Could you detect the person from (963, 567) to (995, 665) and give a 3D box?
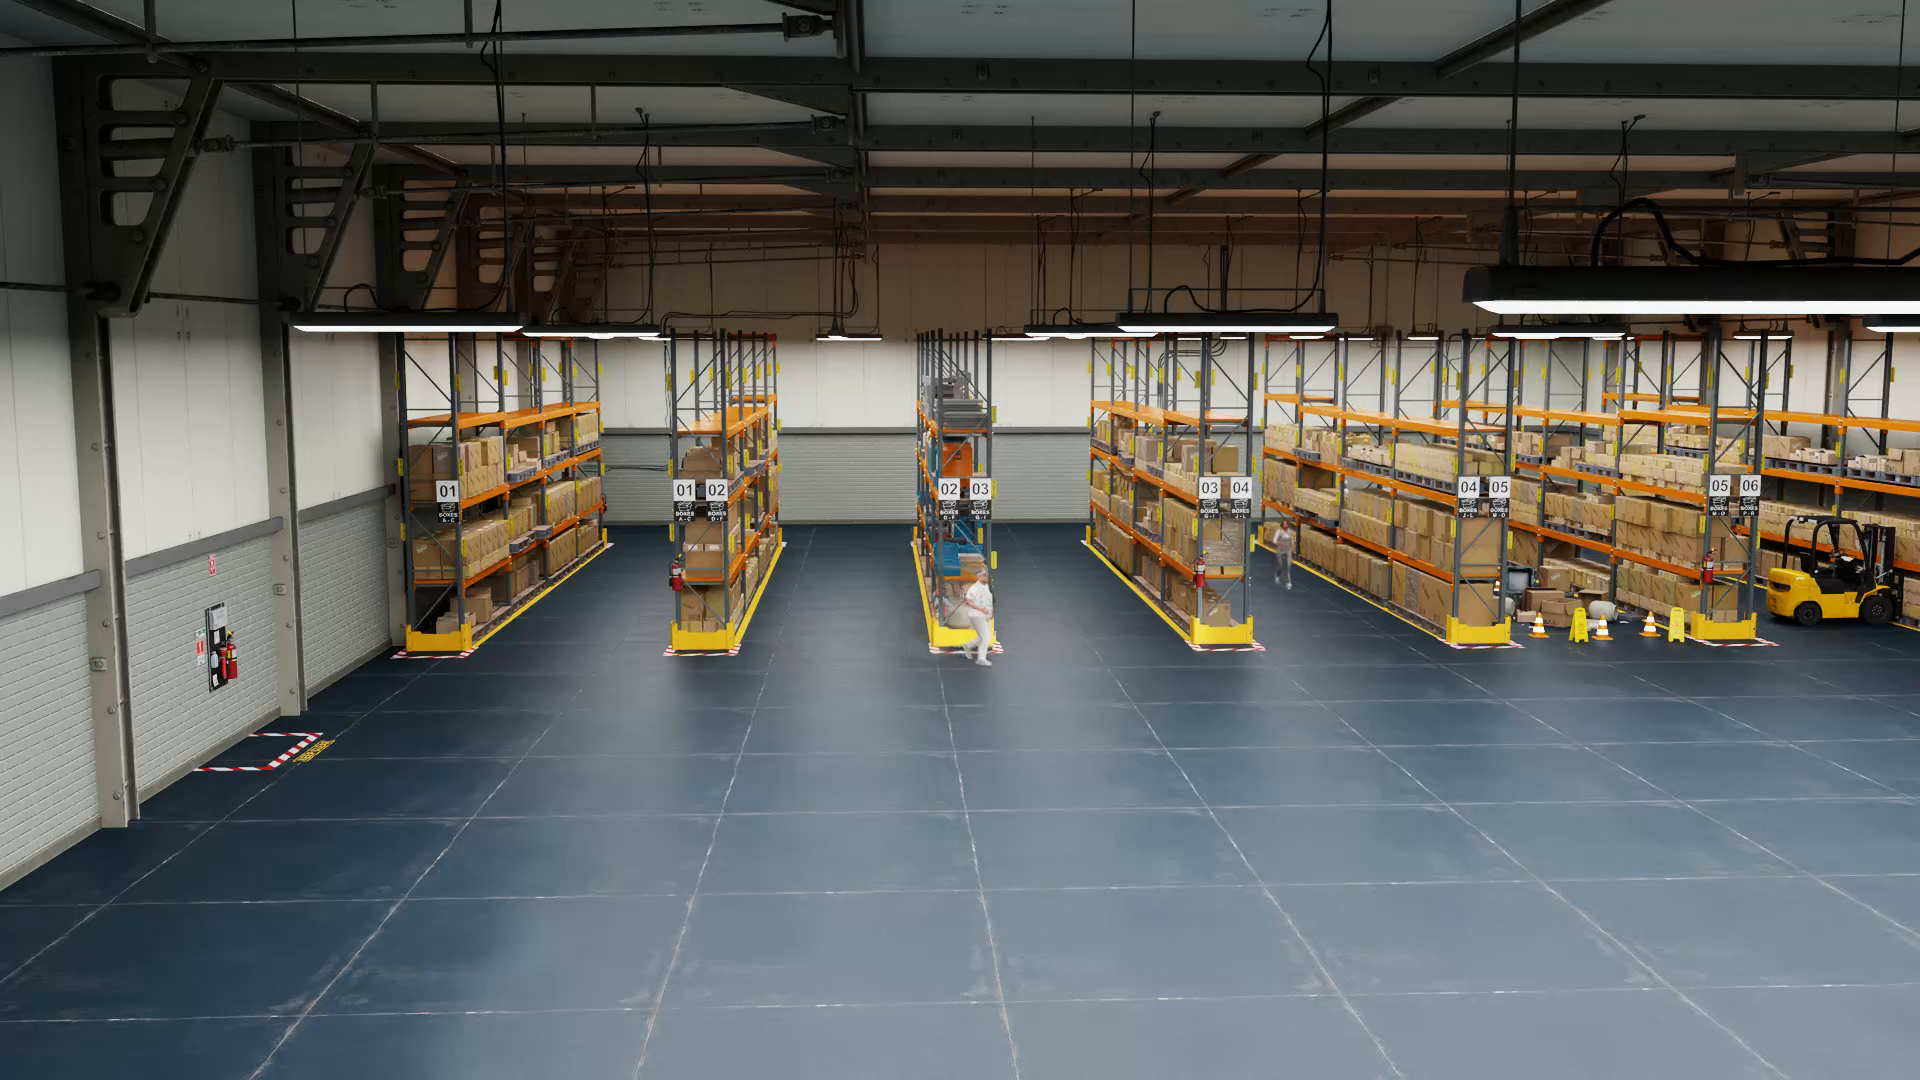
[{"bbox_3d":[0.333,1.361,29.939,0.657,1.762,0.679,4,8,28],"label":"person"}]

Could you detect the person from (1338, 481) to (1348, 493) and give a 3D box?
[{"bbox_3d":[11.238,-0.951,49.342,0.589,1.720,0.692,0,7,-2],"label":"person"}]

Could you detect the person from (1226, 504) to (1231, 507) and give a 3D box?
[{"bbox_3d":[7.428,-0.594,46.792,0.639,1.620,0.503,1,7,7],"label":"person"}]

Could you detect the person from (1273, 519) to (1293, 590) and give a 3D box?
[{"bbox_3d":[7.586,0.312,39.029,0.539,1.602,0.872,-1,7,-7],"label":"person"}]
